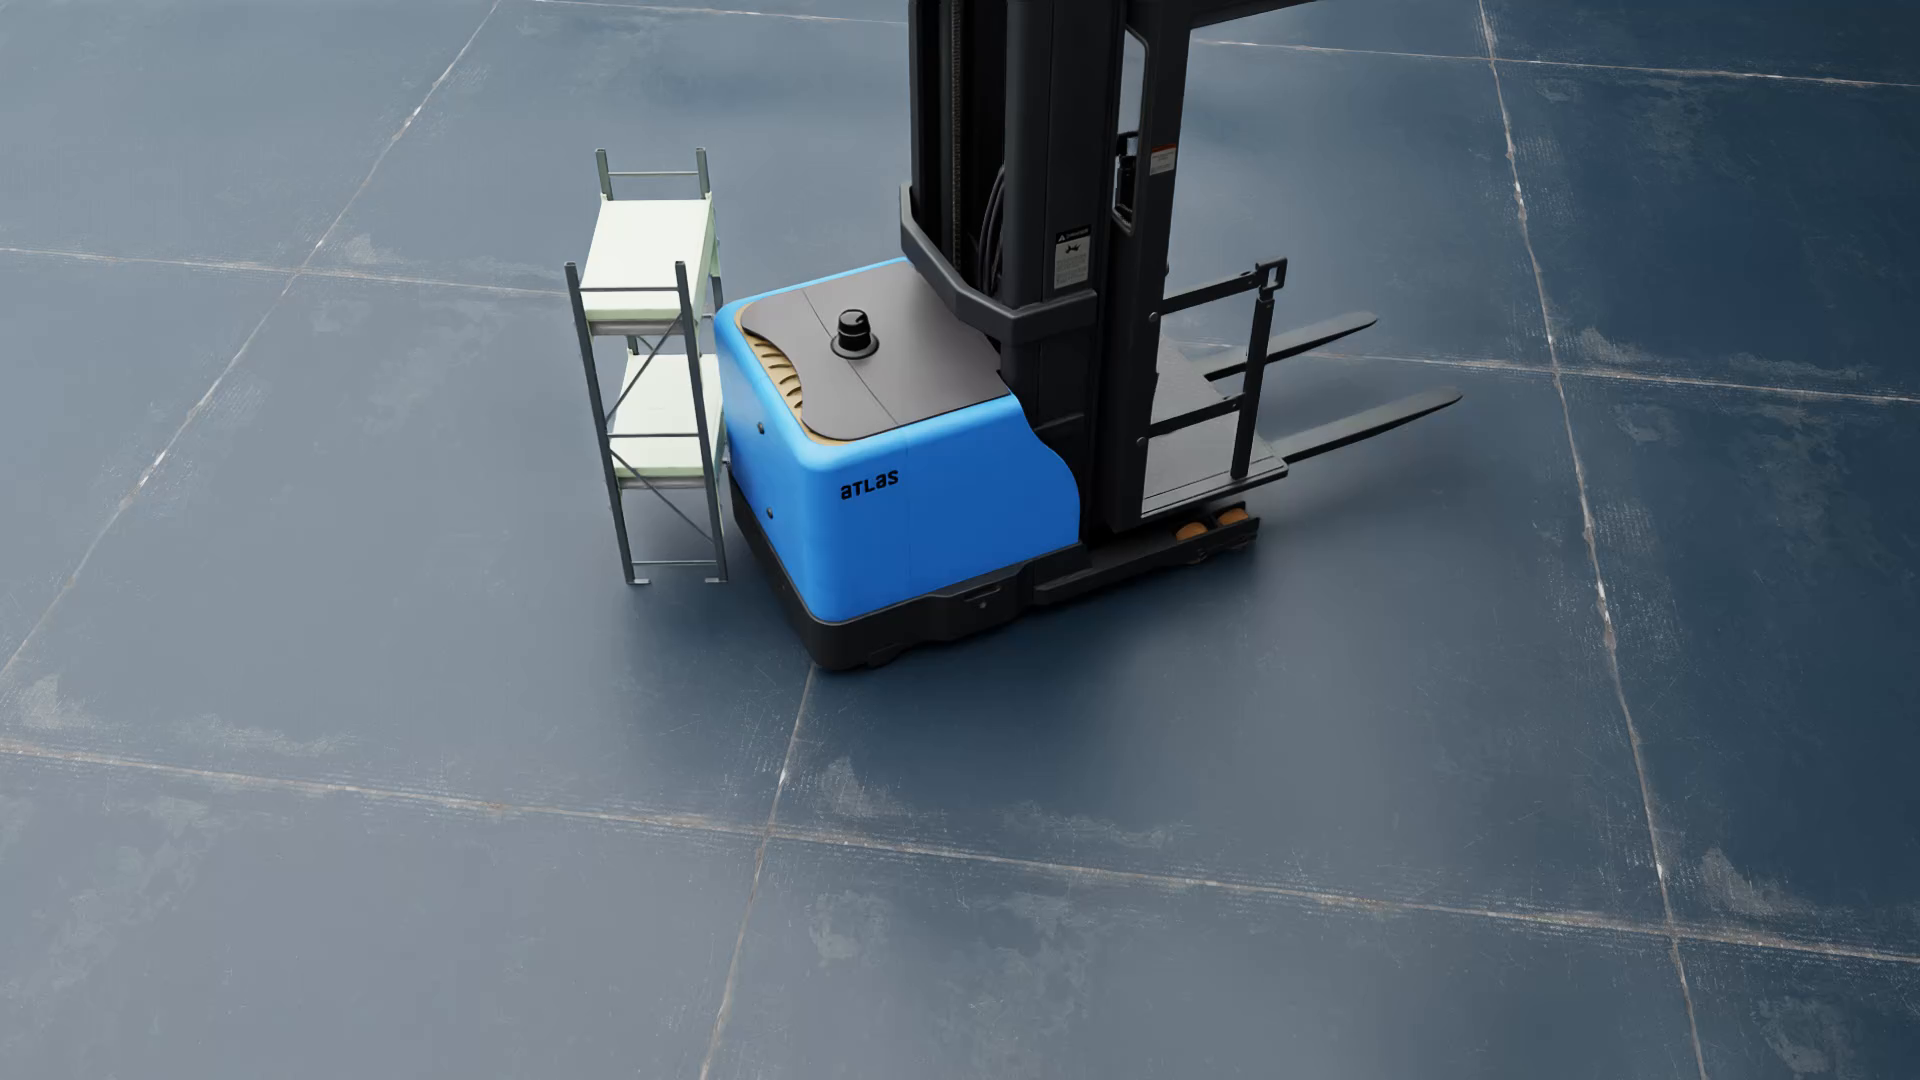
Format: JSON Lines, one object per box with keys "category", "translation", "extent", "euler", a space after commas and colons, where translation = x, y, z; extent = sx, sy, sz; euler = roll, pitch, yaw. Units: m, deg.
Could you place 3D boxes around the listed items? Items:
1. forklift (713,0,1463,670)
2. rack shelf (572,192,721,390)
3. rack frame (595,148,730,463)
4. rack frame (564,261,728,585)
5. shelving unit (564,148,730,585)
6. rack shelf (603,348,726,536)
{"category": "forklift", "translation": [0.636, -1.280, 5.971], "extent": [3.031, 2.935, 1.130], "euler": [-18, 46, -18]}
{"category": "rack shelf", "translation": [-1.125, -0.913, 6.056], "extent": [0.431, 0.370, 0.720], "euler": [-1, 43, -1]}
{"category": "rack frame", "translation": [-1.132, -0.881, 6.590], "extent": [0.400, 1.500, 0.023], "euler": [-1, 43, -1]}
{"category": "rack frame", "translation": [-1.118, -0.378, 6.059], "extent": [0.400, 1.500, 0.023], "euler": [-1, 43, -1]}
{"category": "shelving unit", "translation": [-1.125, -0.630, 6.324], "extent": [0.431, 1.500, 0.755], "euler": [-1, 43, -1]}
{"category": "rack shelf", "translation": [-1.125, -0.393, 6.548], "extent": [0.431, 0.370, 0.720], "euler": [-1, 43, -1]}
